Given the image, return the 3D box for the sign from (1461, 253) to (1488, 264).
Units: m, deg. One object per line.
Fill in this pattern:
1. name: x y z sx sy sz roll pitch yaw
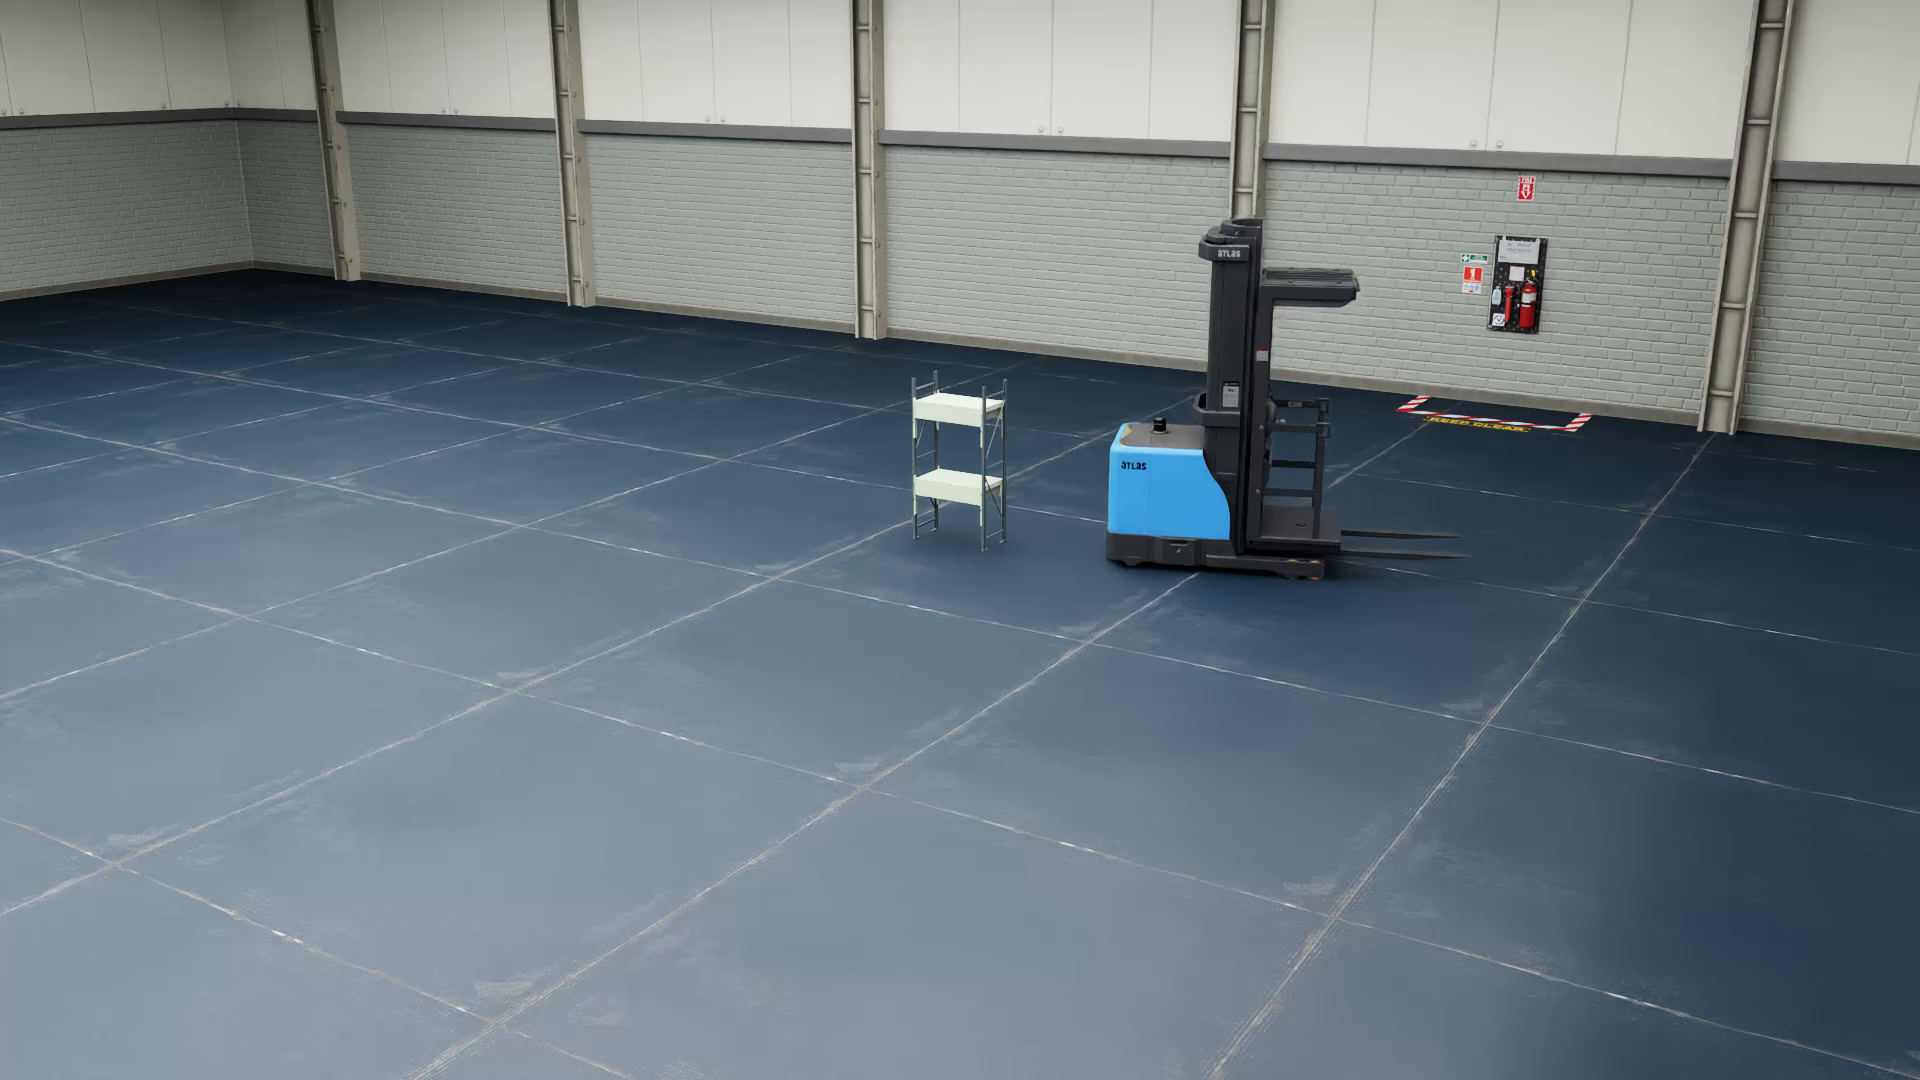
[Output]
1. sign: 6.366 -3.481 20.576 0.331 0.109 0.001 10 20 30

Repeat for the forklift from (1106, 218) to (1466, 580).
1. forklift: 2.843 -1.228 14.248 3.031 2.935 1.130 3 17 11

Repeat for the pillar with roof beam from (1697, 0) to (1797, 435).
1. pillar with roof beam: 6.616 -4.523 14.656 0.400 9.000 9.100 10 20 30

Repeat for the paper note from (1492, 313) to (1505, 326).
1. paper note: 6.669 -2.726 20.580 0.142 0.148 0.016 10 20 30

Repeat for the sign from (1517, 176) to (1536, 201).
1. sign: 6.829 -4.239 20.055 0.199 0.298 0.001 10 20 30

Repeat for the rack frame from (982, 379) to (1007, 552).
1. rack frame: 0.306 -0.663 14.852 0.023 1.500 0.400 10 20 30

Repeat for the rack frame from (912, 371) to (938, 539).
1. rack frame: -0.318 -0.774 15.219 0.023 1.500 0.400 10 20 30

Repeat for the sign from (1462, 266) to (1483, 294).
1. sign: 6.366 -3.230 20.662 0.234 0.329 0.001 10 20 30

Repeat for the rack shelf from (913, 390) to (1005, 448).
1. rack shelf: -0.006 -1.092 14.922 0.720 0.370 0.431 10 20 30

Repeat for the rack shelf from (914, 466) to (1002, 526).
1. rack shelf: -0.006 -0.407 15.130 0.720 0.370 0.431 10 20 30

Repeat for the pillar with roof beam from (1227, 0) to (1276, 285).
1. pillar with roof beam: 1.504 -5.435 17.661 0.400 9.000 9.100 10 20 30

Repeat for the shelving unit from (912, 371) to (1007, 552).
1. shelving unit: -0.006 -0.719 15.035 0.755 1.500 0.431 10 20 30

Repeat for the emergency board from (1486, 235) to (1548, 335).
1. emergency board: 6.784 -3.104 20.307 0.643 1.169 0.194 10 20 30

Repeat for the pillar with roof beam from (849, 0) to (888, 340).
1. pillar with roof beam: -3.609 -6.348 20.665 0.400 9.000 9.100 10 20 30

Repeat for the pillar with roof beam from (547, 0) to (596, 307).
1. pillar with roof beam: -8.722 -7.261 23.670 0.400 9.000 9.100 10 20 30

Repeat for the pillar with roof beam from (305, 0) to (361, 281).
1. pillar with roof beam: -13.835 -8.173 26.674 0.400 9.000 9.100 10 20 30
